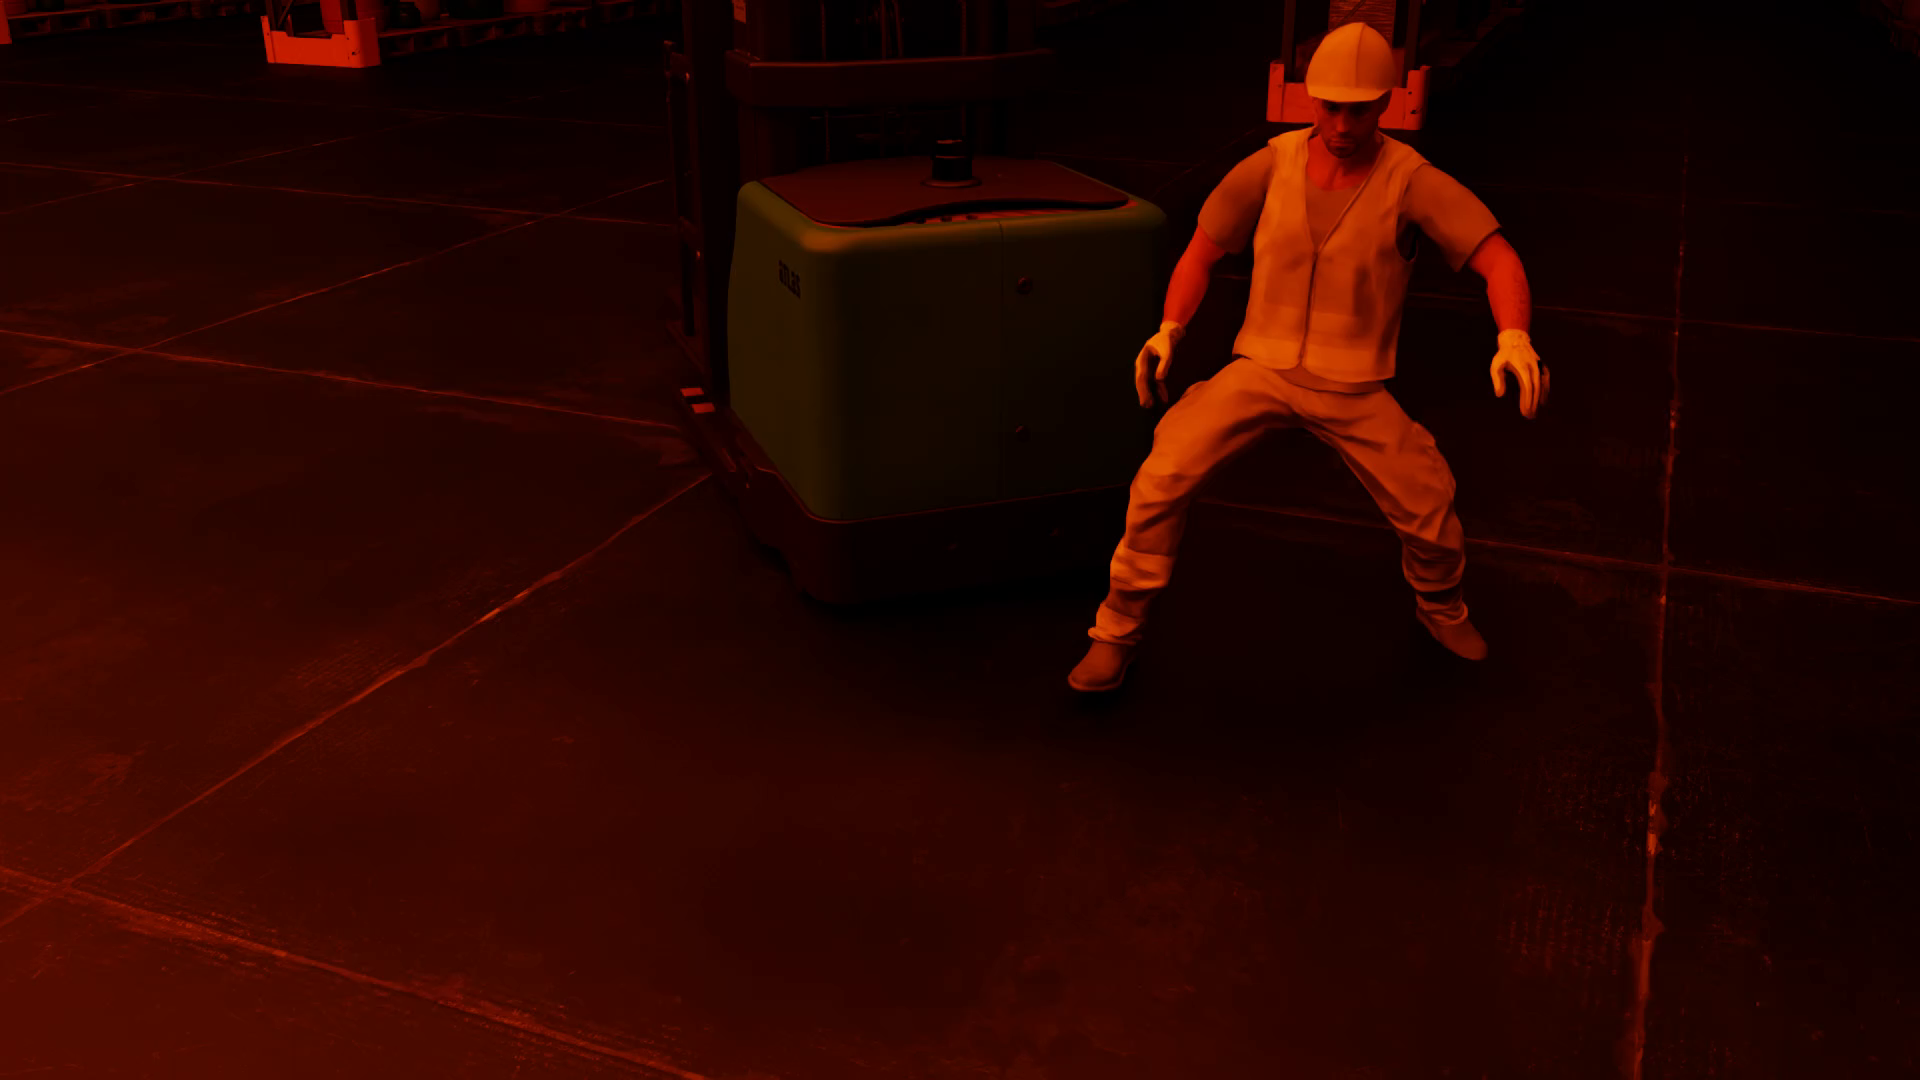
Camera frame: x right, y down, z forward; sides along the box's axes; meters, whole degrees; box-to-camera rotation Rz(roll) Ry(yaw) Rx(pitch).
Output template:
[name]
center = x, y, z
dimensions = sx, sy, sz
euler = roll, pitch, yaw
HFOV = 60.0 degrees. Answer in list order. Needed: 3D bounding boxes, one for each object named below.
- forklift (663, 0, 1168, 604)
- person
[forklift]
center = -0.406, -1.717, 5.401
dimensions = 1.130, 2.935, 3.031
euler = -8, 24, -19
[person]
center = 0.886, -0.391, 4.005
dimensions = 1.024, 1.628, 0.923
euler = 9, 24, 21
